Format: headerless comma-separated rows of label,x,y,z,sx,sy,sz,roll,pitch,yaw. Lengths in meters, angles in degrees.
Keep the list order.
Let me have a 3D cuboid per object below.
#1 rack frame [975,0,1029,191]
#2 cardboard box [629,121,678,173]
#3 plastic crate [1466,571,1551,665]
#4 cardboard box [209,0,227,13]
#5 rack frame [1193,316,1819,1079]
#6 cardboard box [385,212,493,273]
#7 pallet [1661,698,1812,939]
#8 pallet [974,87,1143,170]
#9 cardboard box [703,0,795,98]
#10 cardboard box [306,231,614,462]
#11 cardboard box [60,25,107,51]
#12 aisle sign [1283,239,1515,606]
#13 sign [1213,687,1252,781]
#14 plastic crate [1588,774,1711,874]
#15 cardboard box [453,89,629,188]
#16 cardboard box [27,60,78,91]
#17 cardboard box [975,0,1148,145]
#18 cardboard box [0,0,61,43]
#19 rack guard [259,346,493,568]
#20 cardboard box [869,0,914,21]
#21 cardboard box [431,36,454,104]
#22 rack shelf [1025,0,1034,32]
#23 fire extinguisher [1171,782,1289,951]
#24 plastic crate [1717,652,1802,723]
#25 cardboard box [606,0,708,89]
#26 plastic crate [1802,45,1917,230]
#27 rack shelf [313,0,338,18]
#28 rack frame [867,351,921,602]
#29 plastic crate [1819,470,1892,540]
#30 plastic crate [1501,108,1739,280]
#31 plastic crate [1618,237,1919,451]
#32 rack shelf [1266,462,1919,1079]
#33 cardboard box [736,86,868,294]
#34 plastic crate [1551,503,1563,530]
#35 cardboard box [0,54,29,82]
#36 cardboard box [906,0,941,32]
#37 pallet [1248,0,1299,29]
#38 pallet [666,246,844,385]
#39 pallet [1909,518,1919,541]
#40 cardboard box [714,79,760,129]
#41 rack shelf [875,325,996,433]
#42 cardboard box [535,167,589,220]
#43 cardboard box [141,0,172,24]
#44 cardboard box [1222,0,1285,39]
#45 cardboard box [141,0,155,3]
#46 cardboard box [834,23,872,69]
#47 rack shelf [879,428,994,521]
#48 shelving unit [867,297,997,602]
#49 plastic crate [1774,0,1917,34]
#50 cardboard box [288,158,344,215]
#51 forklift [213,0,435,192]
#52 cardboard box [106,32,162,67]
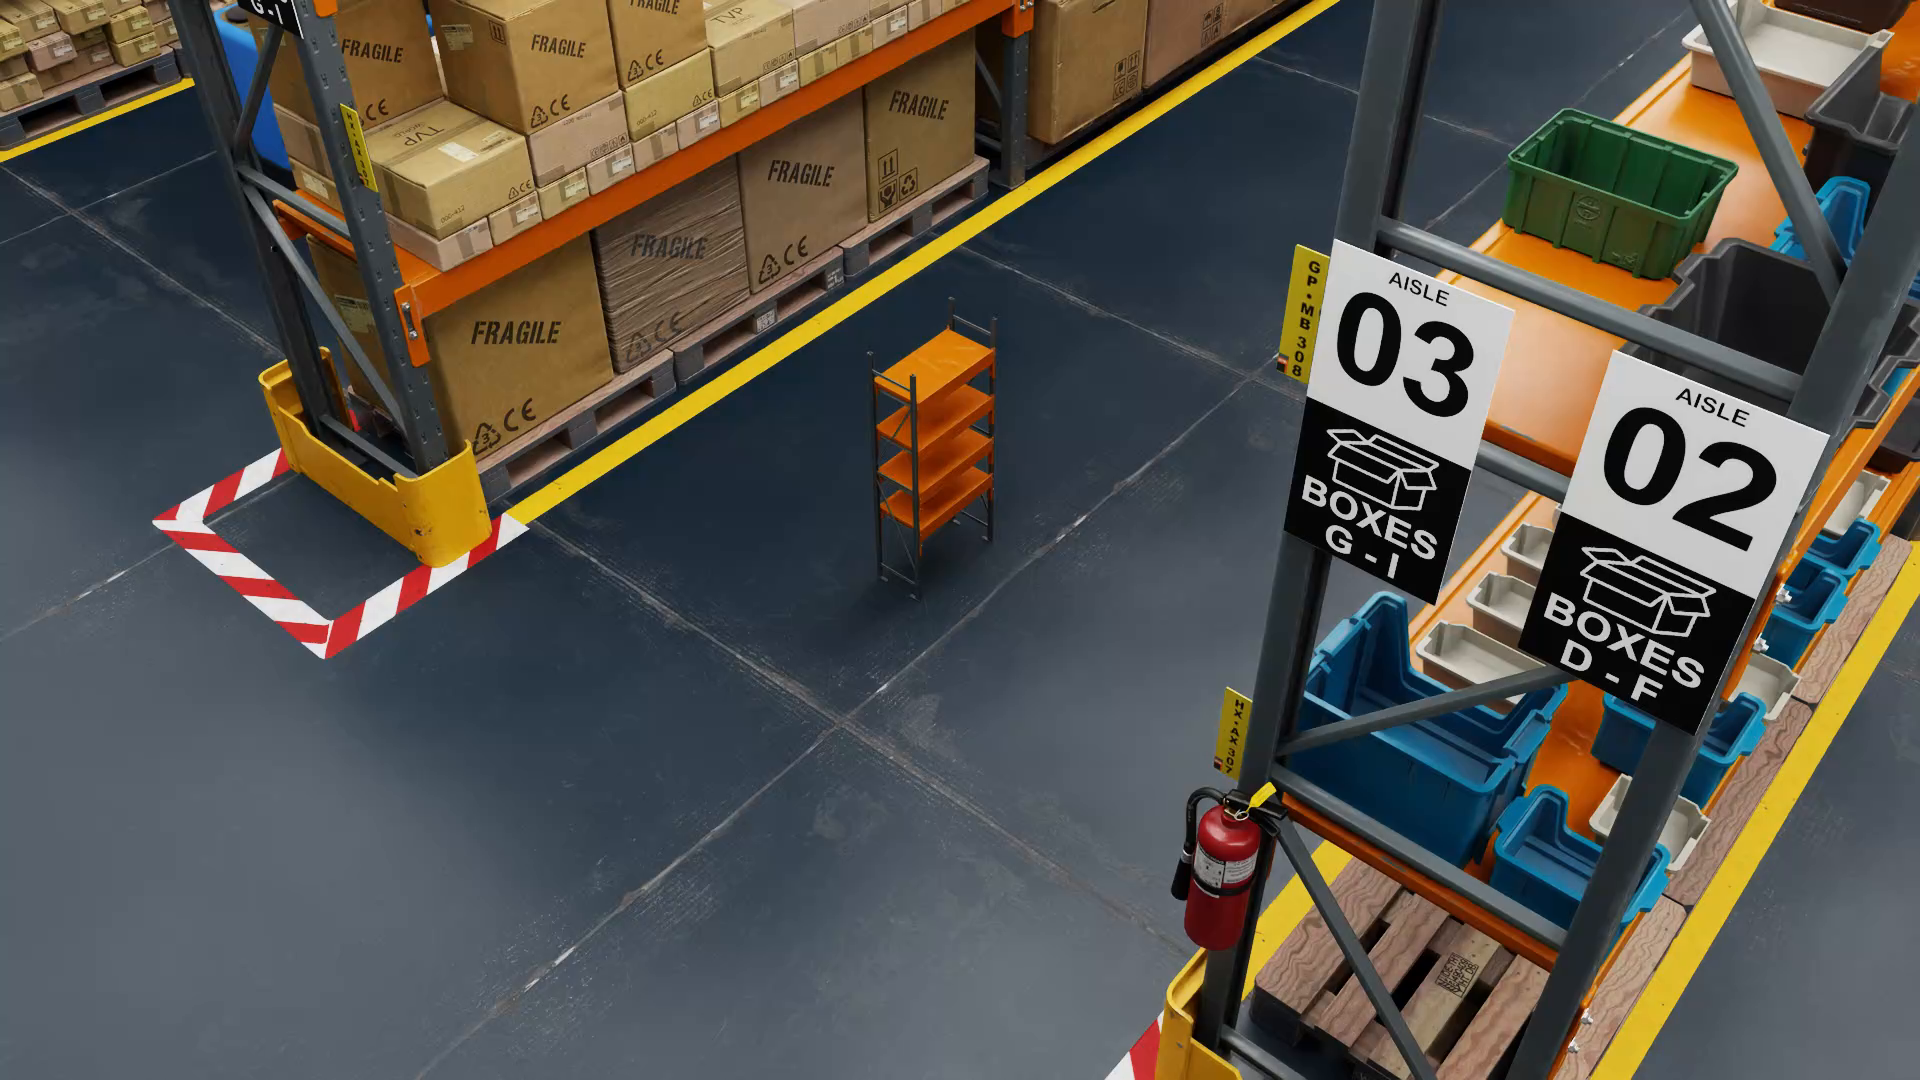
rack frame,-0.041,-3.382,8.922,1.000,3.000,0.127,29,50,28
cardboard box,-1.474,-1.799,7.368,0.380,0.149,0.250,29,49,28
plastic crate,1.760,0.256,5.072,0.396,0.136,0.243,29,50,28
cardboard box,-4.937,-3.402,10.751,0.380,0.149,0.250,27,49,27
rack frame,1.176,0.822,4.299,1.000,3.000,0.127,29,50,28
cardboard box,-2.134,-1.269,6.785,0.380,0.149,0.250,30,50,29
pallet,2.522,0.820,6.373,1.003,0.211,1.213,29,50,28
pallet,0.398,-2.780,10.333,1.003,0.211,1.213,29,50,28
cardboard box,-1.112,-2.306,7.629,0.500,0.250,0.500,29,49,28
cardboard box,-2.264,-1.056,7.631,0.875,0.875,0.875,29,50,28
cardboard box,-5.503,-3.172,10.277,0.380,0.149,0.250,30,50,29
aisle sign,0.906,-0.230,3.523,0.394,0.787,0.004,29,50,28
sign,0.745,0.532,4.496,0.100,0.325,0.005,29,50,28
plastic crate,1.857,0.783,4.492,0.250,0.136,0.298,29,50,28
cardboard box,-1.770,-1.778,7.048,0.500,0.250,0.500,29,50,28
cardboard box,-5.658,-2.924,10.225,0.380,0.149,0.250,29,50,28
cardboard box,0.356,-3.090,9.868,1.225,0.875,0.875,30,50,29
cardboard box,-5.664,-3.159,10.042,0.380,0.149,0.250,30,50,29
rack guard,-2.630,-0.385,7.484,1.175,0.500,0.348,29,50,28
cardboard box,-0.455,-2.828,8.203,0.500,0.250,0.500,31,51,30
cardboard box,-2.179,-2.002,7.295,0.500,0.250,0.500,29,50,28
rack shelf,1.247,-4.146,10.297,1.077,0.370,4.000,29,50,28
fire extinguisher,0.731,0.869,4.581,0.296,0.674,0.183,29,50,28
plastic crate,2.293,0.434,4.877,0.250,0.136,0.298,29,50,28
cardboard box,-1.449,-2.312,7.078,0.500,0.500,0.500,28,49,27
plastic crate,2.370,-0.933,4.045,0.504,0.338,0.767,29,50,28
rack shelf,-1.328,-3.196,7.022,1.077,0.370,4.000,29,50,28
rack frame,-0.264,-0.233,6.797,0.240,1.200,0.015,29,50,28
plastic crate,2.860,-0.136,5.503,0.293,0.136,0.466,29,50,28
plastic crate,1.592,-0.841,4.055,0.450,0.188,0.336,29,50,28
plastic crate,1.637,-0.317,3.419,0.497,0.269,0.590,29,50,28
rack shelf,2.463,0.058,5.673,1.077,0.370,4.000,29,50,28
cardboard box,-1.106,-1.983,8.650,0.875,0.875,0.875,29,50,28
plastic crate,2.097,-0.058,5.418,0.298,0.136,0.250,29,50,28
cardboard box,-5.812,-2.891,9.968,0.380,0.149,0.250,32,51,30
cardboard box,-0.317,-2.726,8.387,0.380,0.149,0.250,29,50,28
pallet,1.969,-4.037,11.715,1.003,0.211,1.213,29,50,28
pallet,-1.375,-1.362,8.773,1.003,0.211,1.213,29,50,28
pallet,4.279,-0.585,7.919,1.003,0.211,1.213,29,50,28
cardboard box,-1.145,-2.062,7.657,0.380,0.149,0.250,28,49,27
rack shelf,-0.107,-0.649,6.671,0.258,0.148,0.480,29,50,28
cardboard box,-1.805,-1.534,7.077,0.380,0.149,0.250,28,49,28
cardboard box,-5.157,-3.435,10.566,0.380,0.149,0.250,27,49,27
cardboard box,1.494,-4.009,10.879,1.225,0.875,0.875,30,50,29
cardboard box,-5.121,-3.536,10.456,0.380,0.149,0.250,32,51,30
cardboard box,-0.648,-2.460,8.095,0.380,0.149,0.250,30,50,29
rack shelf,-0.107,-0.309,6.980,0.258,0.148,0.480,29,50,28
shelving unit,-0.107,-0.359,6.935,0.258,1.200,0.503,29,50,28
plastic crate,2.741,-1.778,5.026,0.497,0.269,0.590,29,50,28
cardboard box,-2.638,-1.555,7.100,0.380,0.149,0.250,30,50,29
forklift,-2.767,-3.681,9.302,1.130,2.935,3.031,29,50,28
cardboard box,-5.255,-3.139,10.462,0.380,0.149,0.250,30,50,29
